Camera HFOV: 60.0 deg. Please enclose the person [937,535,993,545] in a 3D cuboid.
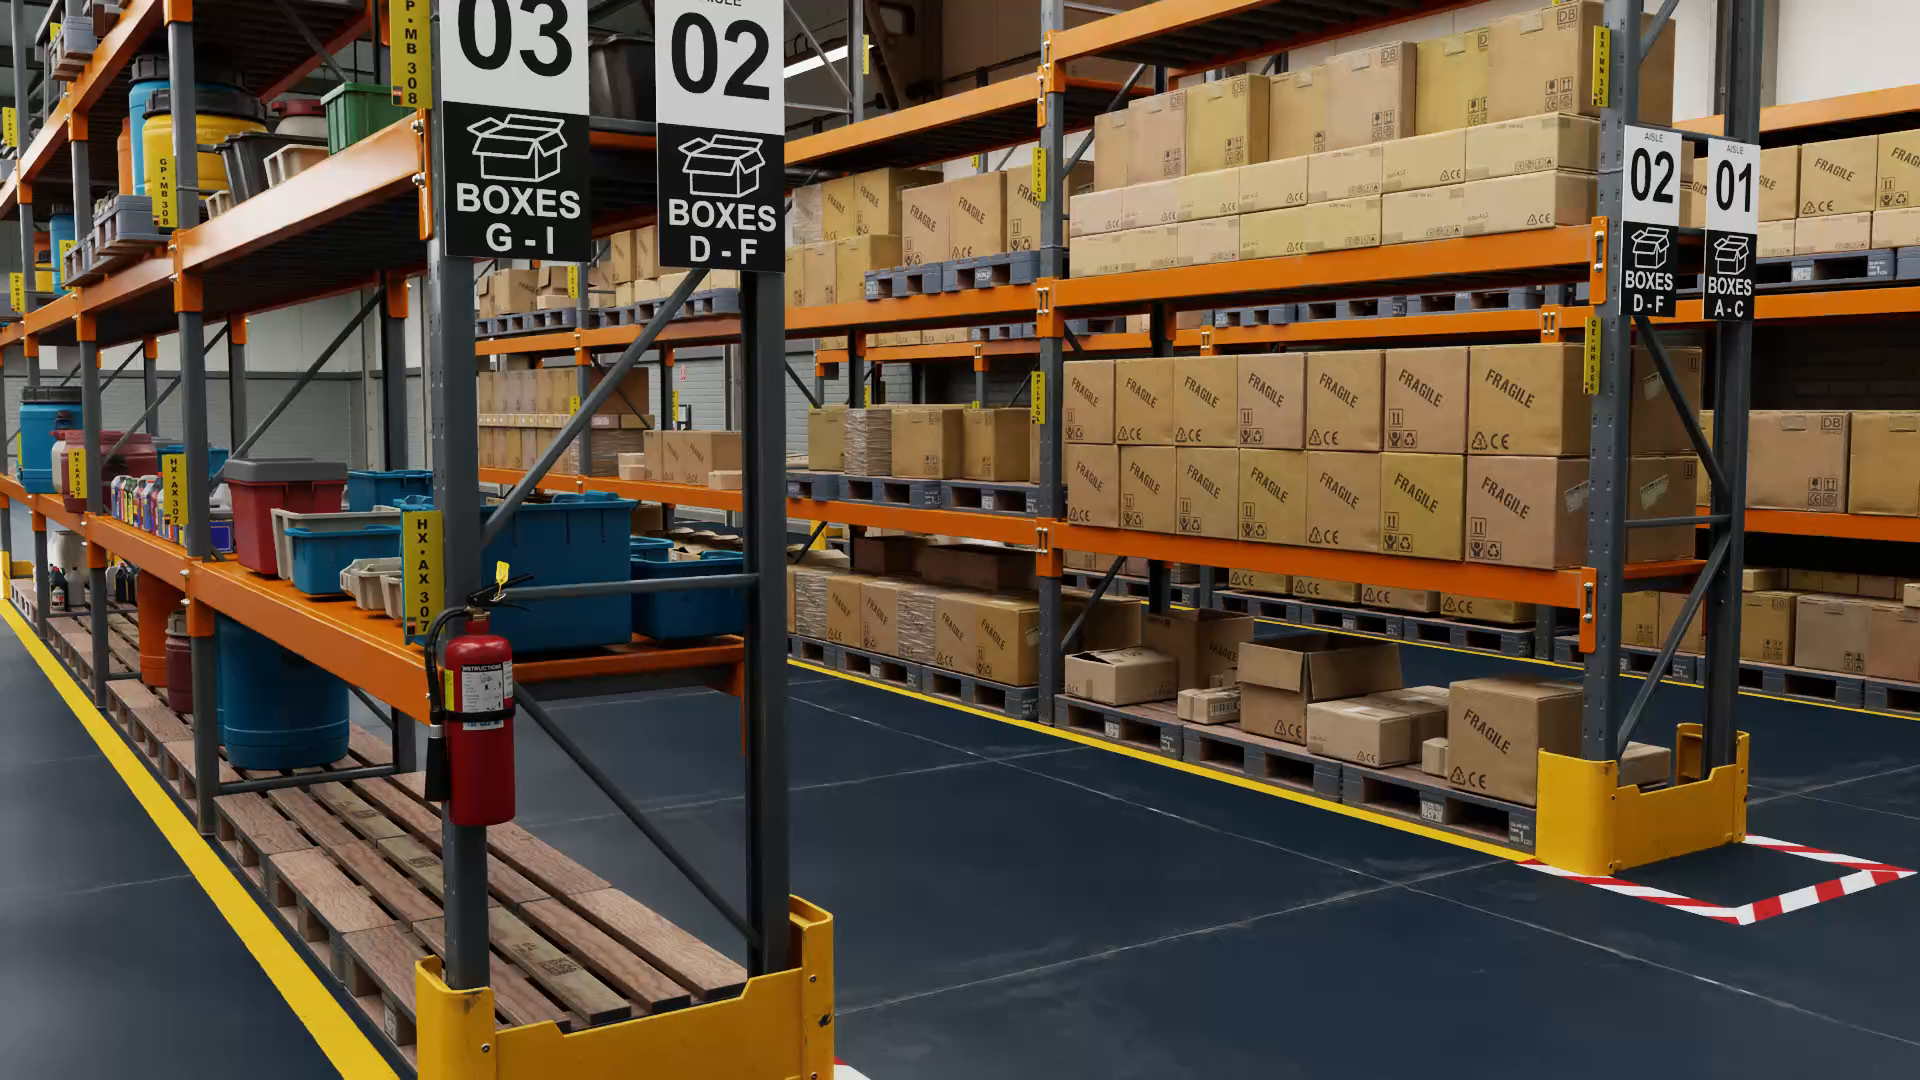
[{"bbox_3d":[0.043,0.268,15.804,0.613,1.003,0.916,-3,5,-34],"label":"person"}]
